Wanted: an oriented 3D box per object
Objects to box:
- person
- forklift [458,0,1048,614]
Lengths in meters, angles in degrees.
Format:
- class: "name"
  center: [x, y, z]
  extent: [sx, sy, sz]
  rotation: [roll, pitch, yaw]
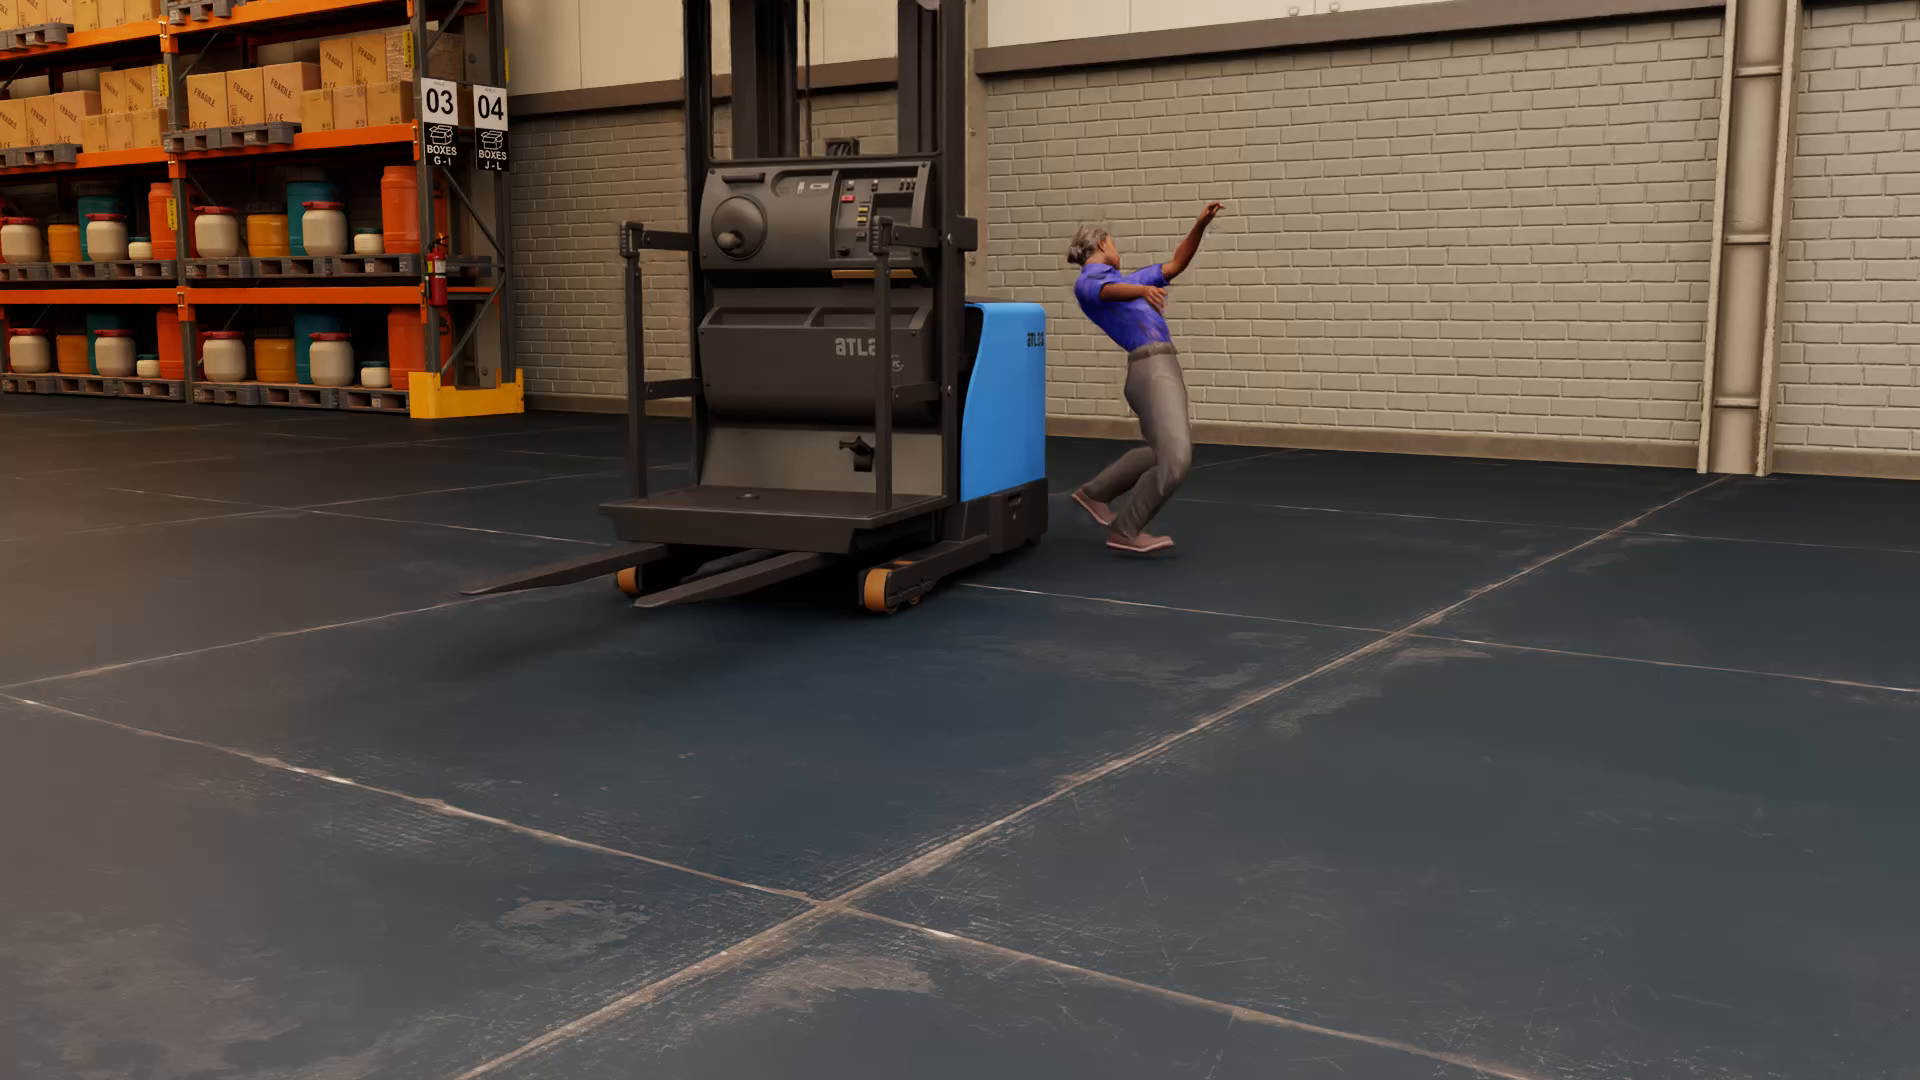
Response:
- class: "person"
  center: [0.754, -0.679, 6.988]
  extent: [0.673, 1.459, 1.014]
  rotation: [1, 8, 10]
- class: "forklift"
  center: [-0.626, -1.257, 6.033]
  extent: [1.130, 2.935, 3.031]
  rotation: [3, 9, 21]
